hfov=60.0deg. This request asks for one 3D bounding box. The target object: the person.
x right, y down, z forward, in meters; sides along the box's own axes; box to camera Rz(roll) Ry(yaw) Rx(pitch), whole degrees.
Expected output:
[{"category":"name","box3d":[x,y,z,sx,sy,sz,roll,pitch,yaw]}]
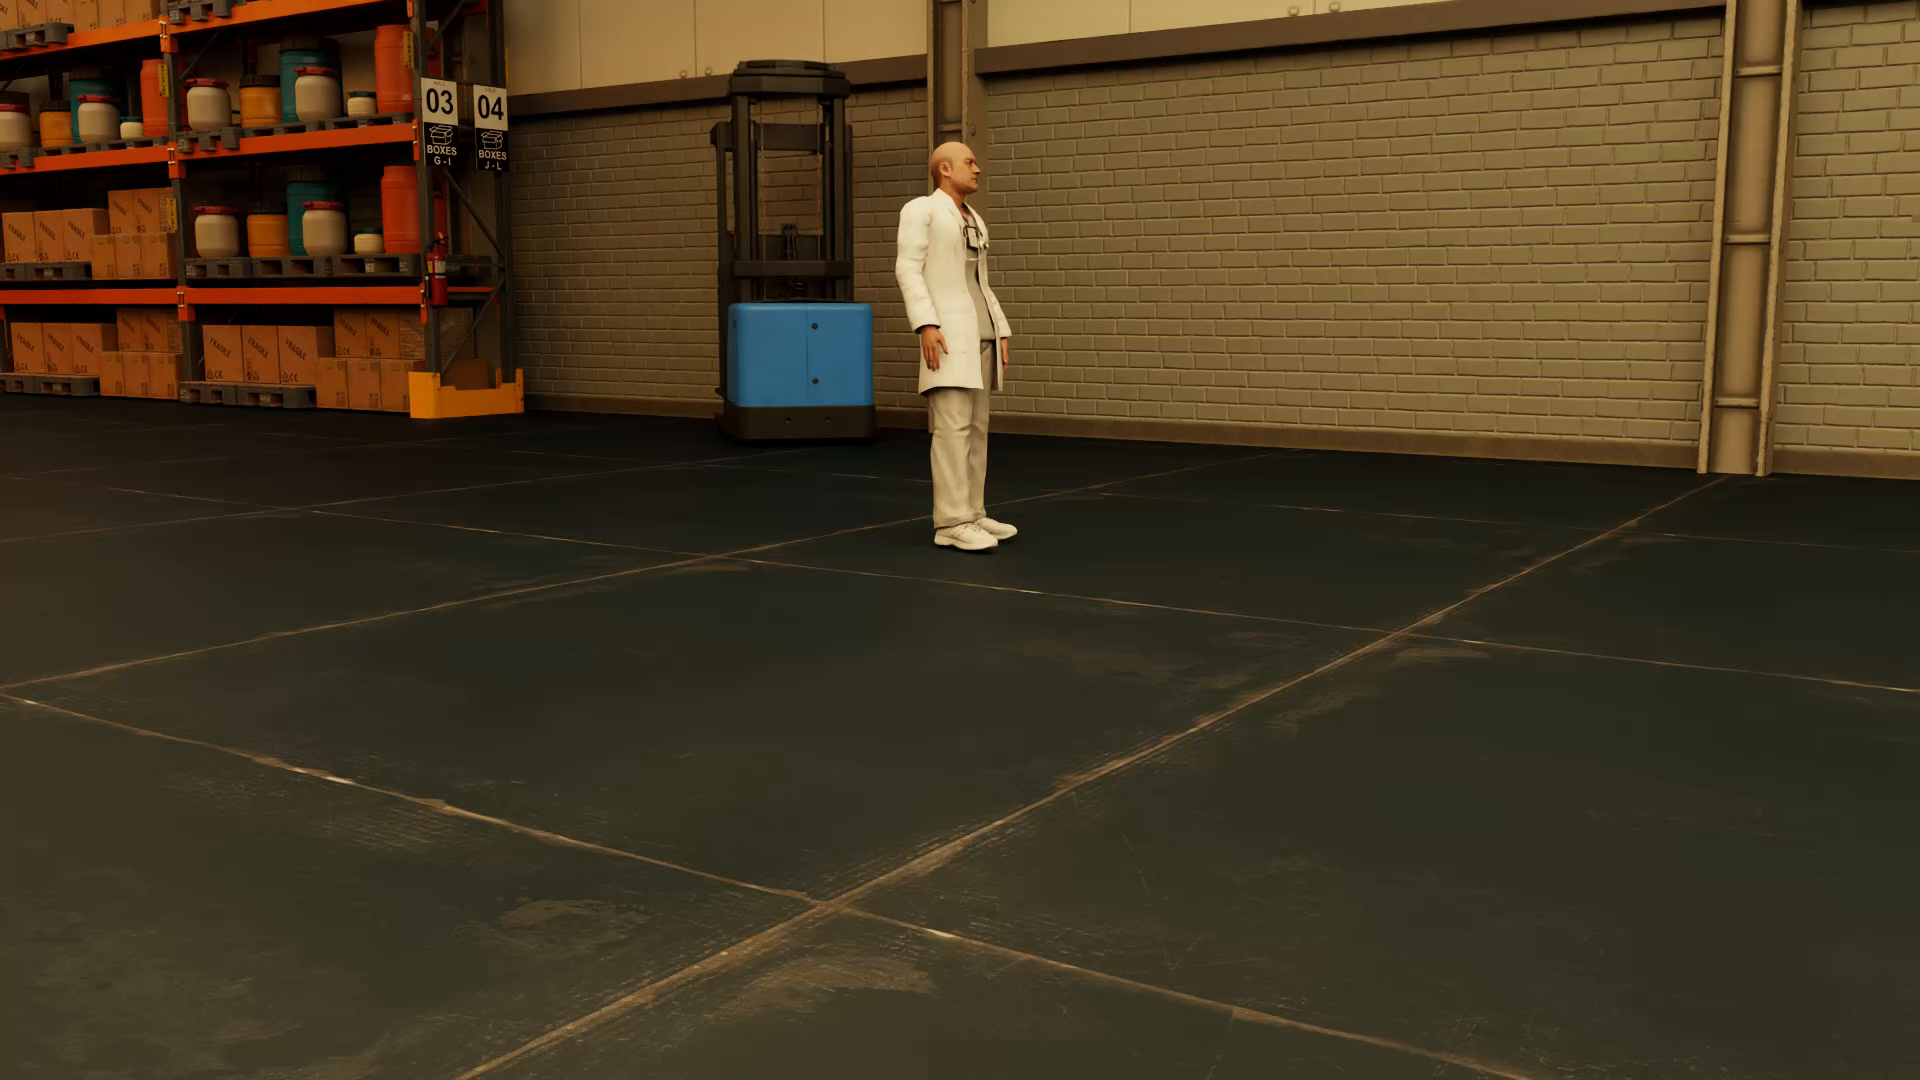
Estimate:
[{"category":"person","box3d":[0.072,-0.879,7.424,0.581,1.775,0.696,5,10,34]}]

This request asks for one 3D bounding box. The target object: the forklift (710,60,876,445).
[{"category":"forklift","box3d":[-1.458,-2.345,13.683,1.130,2.935,3.031,-2,8,-12]}]
